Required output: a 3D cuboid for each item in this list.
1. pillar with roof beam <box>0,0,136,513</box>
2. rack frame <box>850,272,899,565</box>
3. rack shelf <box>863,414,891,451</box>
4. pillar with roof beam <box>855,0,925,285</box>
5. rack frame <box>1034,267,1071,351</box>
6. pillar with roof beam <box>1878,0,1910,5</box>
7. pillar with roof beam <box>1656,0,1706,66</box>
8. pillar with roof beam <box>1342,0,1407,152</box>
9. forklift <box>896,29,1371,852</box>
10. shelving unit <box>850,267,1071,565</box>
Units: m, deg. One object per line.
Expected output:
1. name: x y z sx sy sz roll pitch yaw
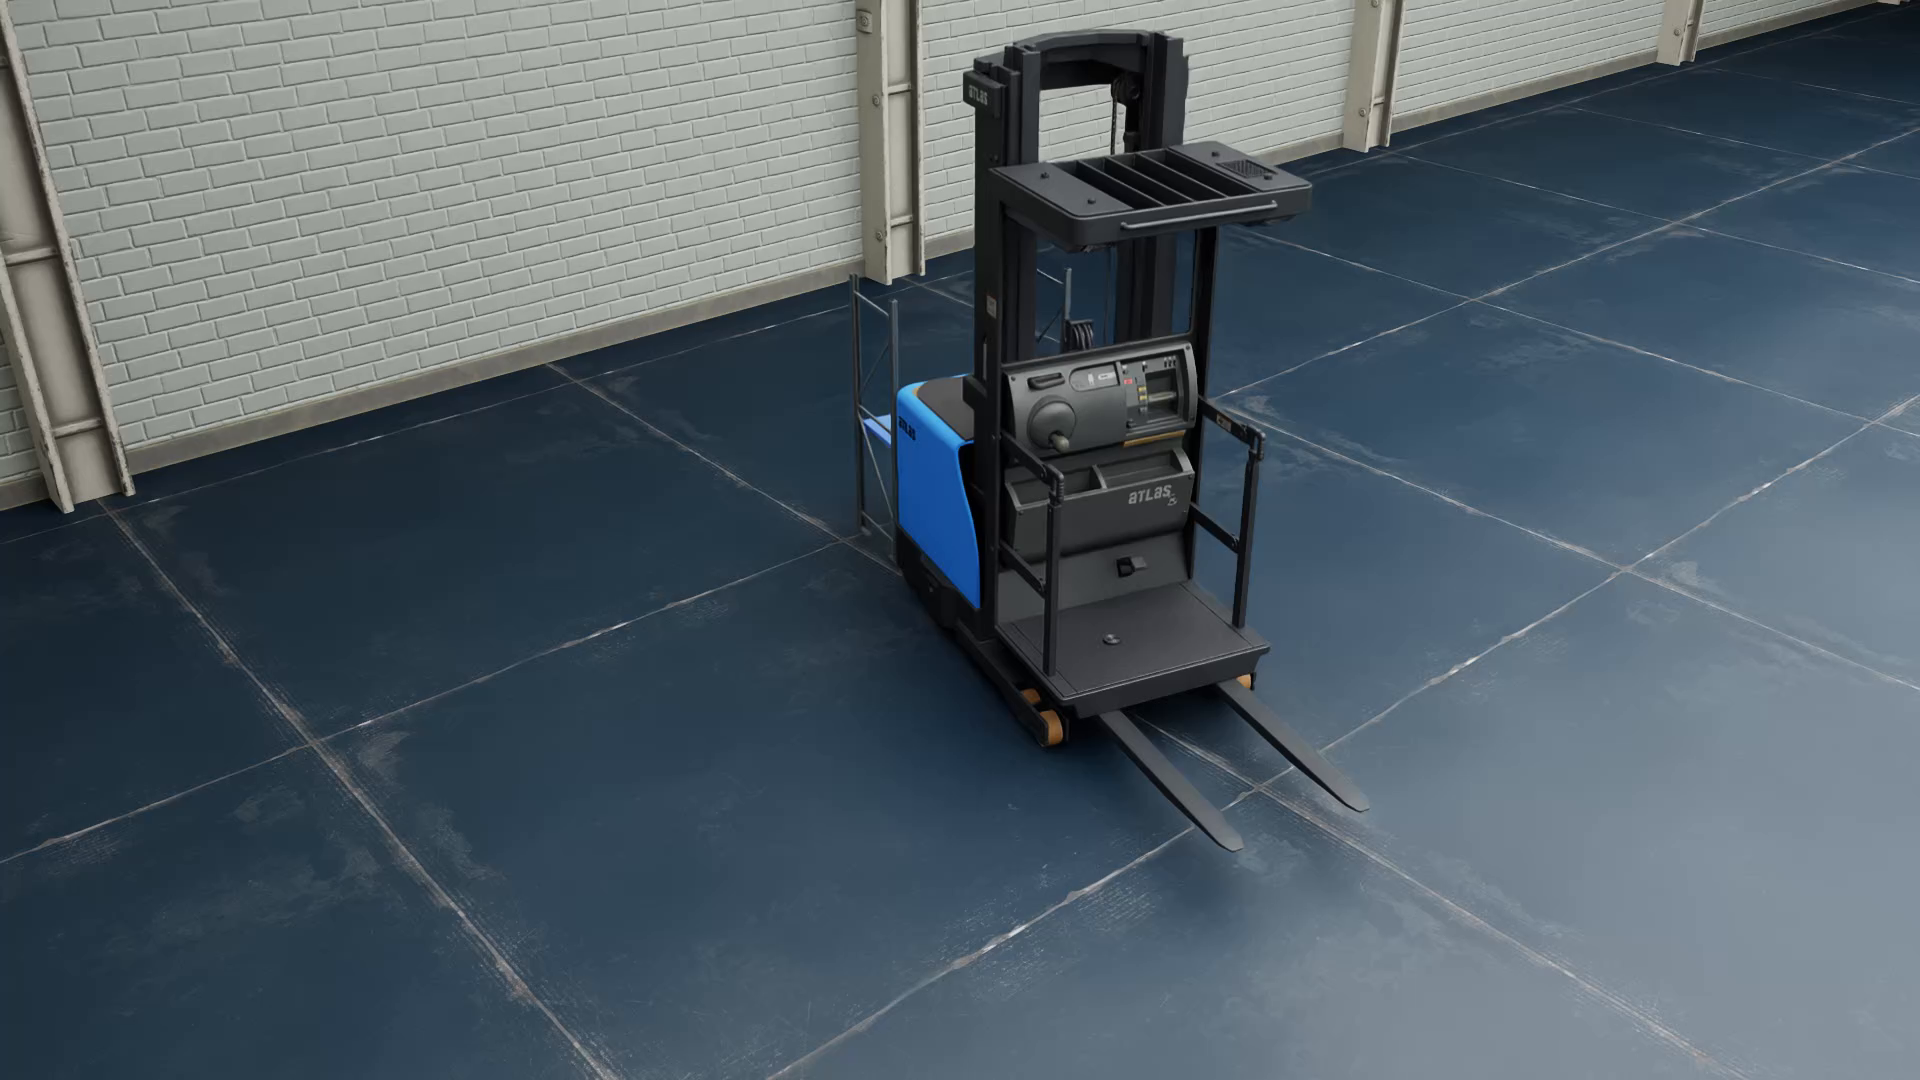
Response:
1. pillar with roof beam: -2.292 -2.692 4.739 0.400 9.000 9.100 -22 35 -35
2. rack frame: -0.444 -0.632 8.841 0.032 1.500 0.500 -14 31 -25
3. rack shelf: 0.003 -0.587 9.139 1.000 0.185 0.538 -14 31 -25
4. pillar with roof beam: 2.273 -4.527 8.174 0.400 9.000 9.100 -22 35 -35
5. rack frame: 0.449 -0.860 9.268 0.032 1.500 0.500 -14 31 -25
6. pillar with roof beam: 15.966 -10.034 18.478 0.400 9.000 9.100 -22 35 -35
7. pillar with roof beam: 11.402 -8.198 15.043 0.400 9.000 9.100 -22 35 -35
8. pillar with roof beam: 6.837 -6.363 11.609 0.400 9.000 9.100 -22 35 -35
9. forklift: 0.734 -0.593 7.250 1.130 2.935 3.031 -12 30 -22
10. shelving unit: 0.003 -0.746 9.054 1.048 1.500 0.538 -14 31 -25
